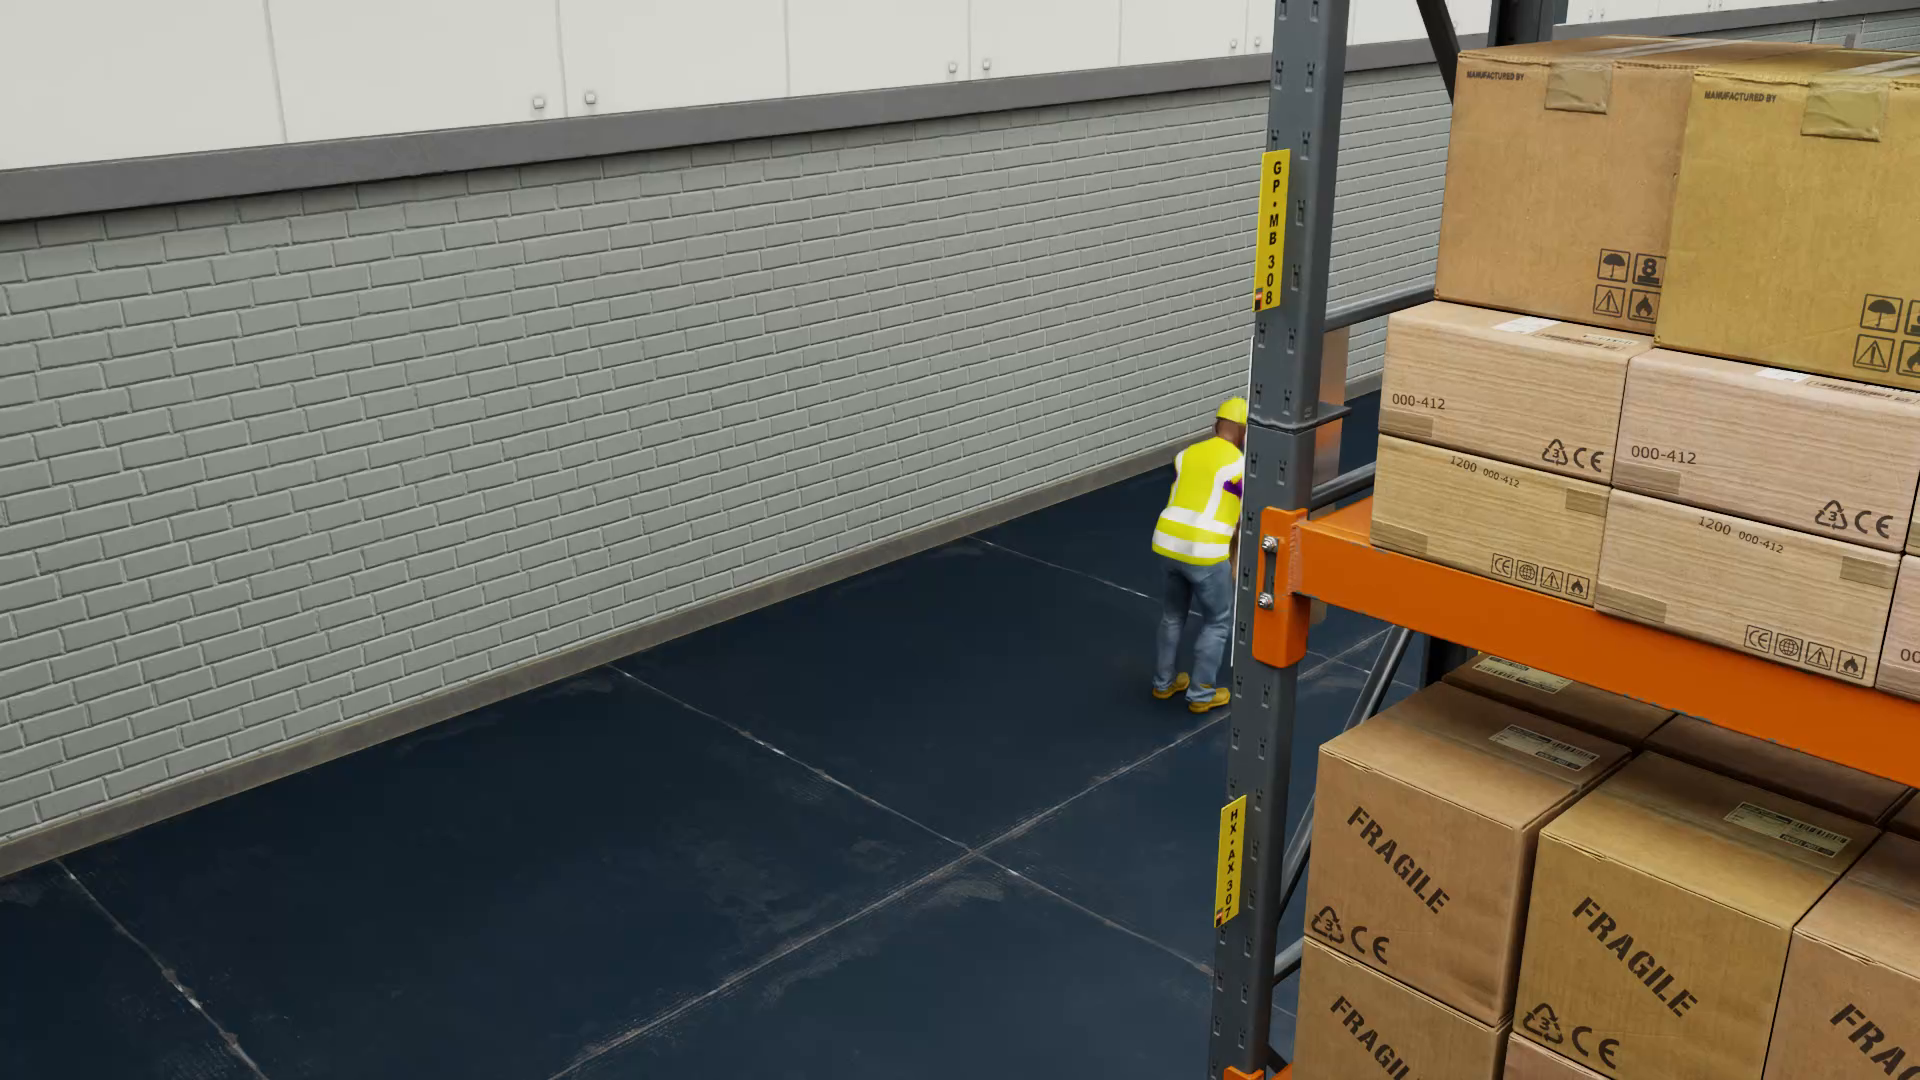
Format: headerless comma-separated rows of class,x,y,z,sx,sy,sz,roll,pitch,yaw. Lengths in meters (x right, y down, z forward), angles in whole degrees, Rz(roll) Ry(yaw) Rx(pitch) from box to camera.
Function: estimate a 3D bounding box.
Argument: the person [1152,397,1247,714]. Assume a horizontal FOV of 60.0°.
person,1.345,0.066,9.019,0.483,1.657,0.693,18,27,40
